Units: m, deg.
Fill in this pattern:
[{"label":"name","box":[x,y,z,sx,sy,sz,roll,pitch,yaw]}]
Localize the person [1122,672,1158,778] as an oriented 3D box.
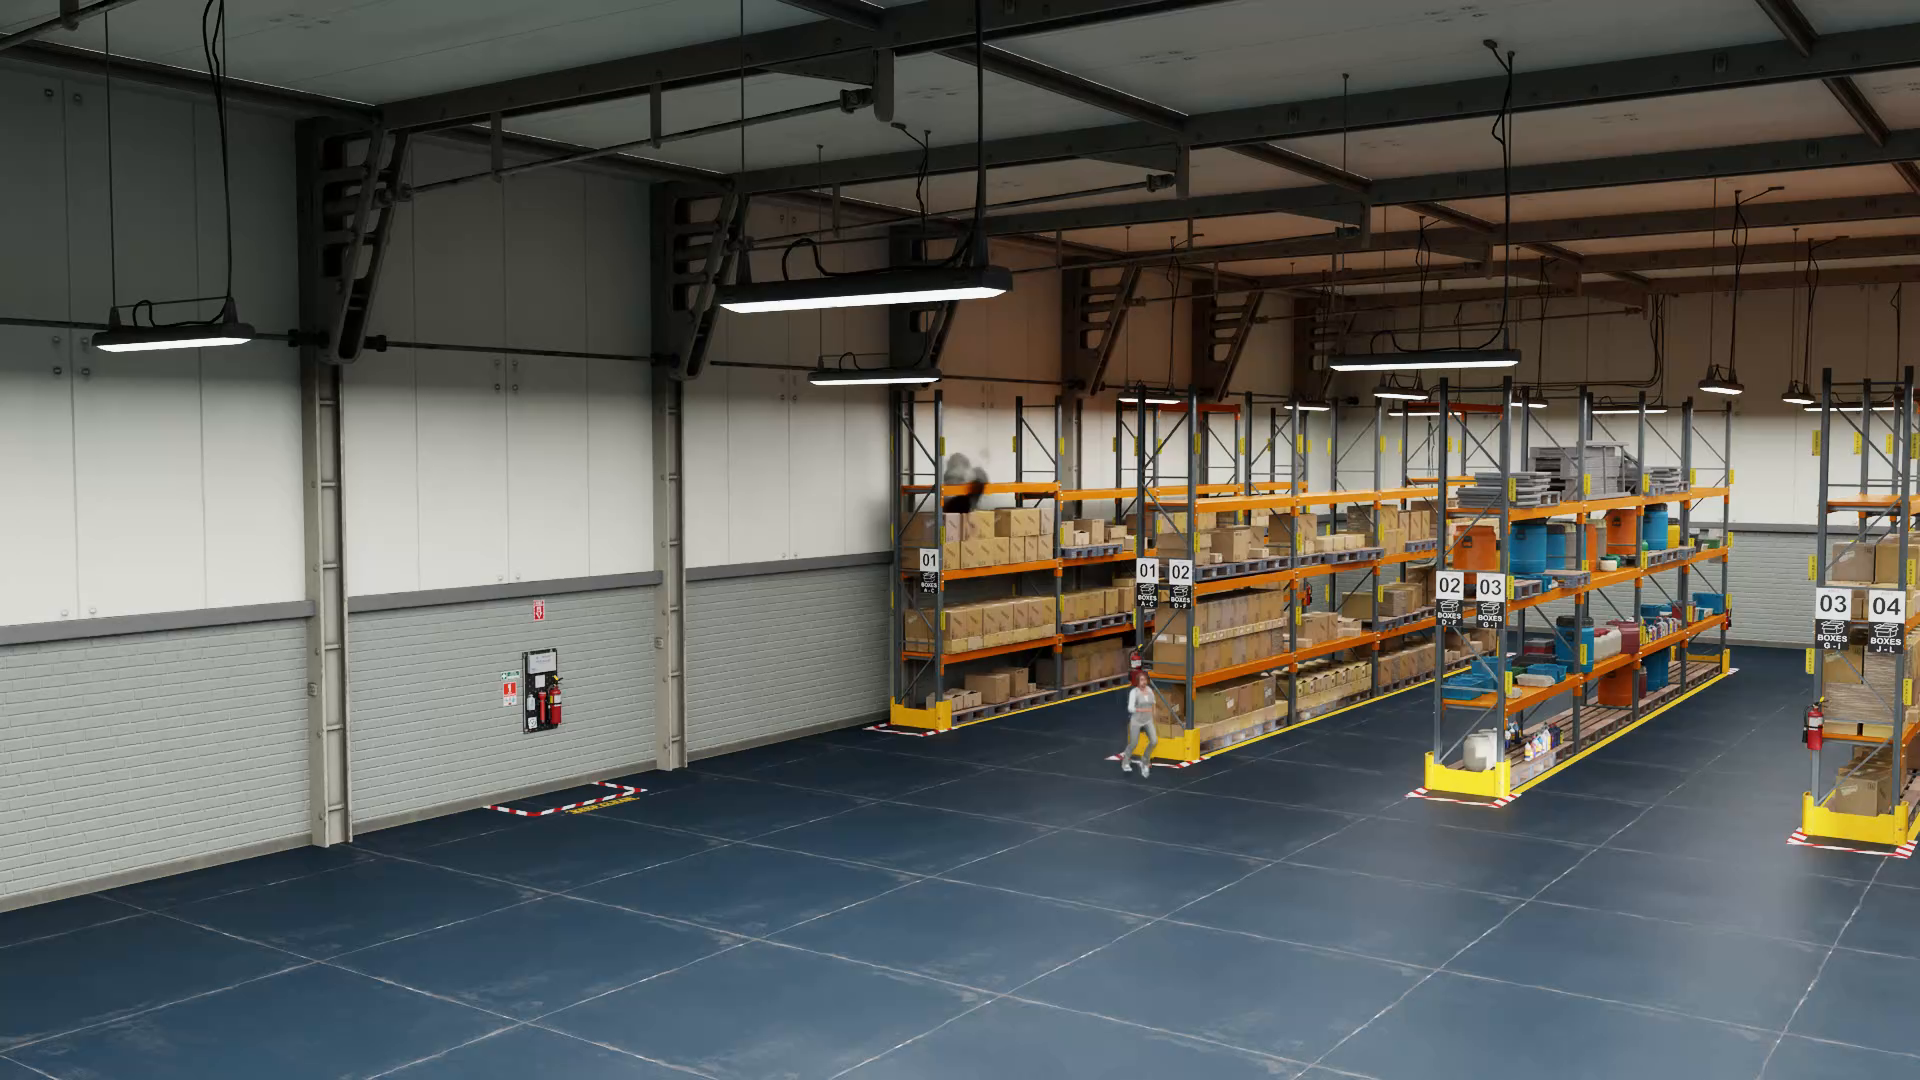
[{"label":"person","box":[2.750,2.778,25.063,0.551,1.589,0.808,-1,3,-20]}]
